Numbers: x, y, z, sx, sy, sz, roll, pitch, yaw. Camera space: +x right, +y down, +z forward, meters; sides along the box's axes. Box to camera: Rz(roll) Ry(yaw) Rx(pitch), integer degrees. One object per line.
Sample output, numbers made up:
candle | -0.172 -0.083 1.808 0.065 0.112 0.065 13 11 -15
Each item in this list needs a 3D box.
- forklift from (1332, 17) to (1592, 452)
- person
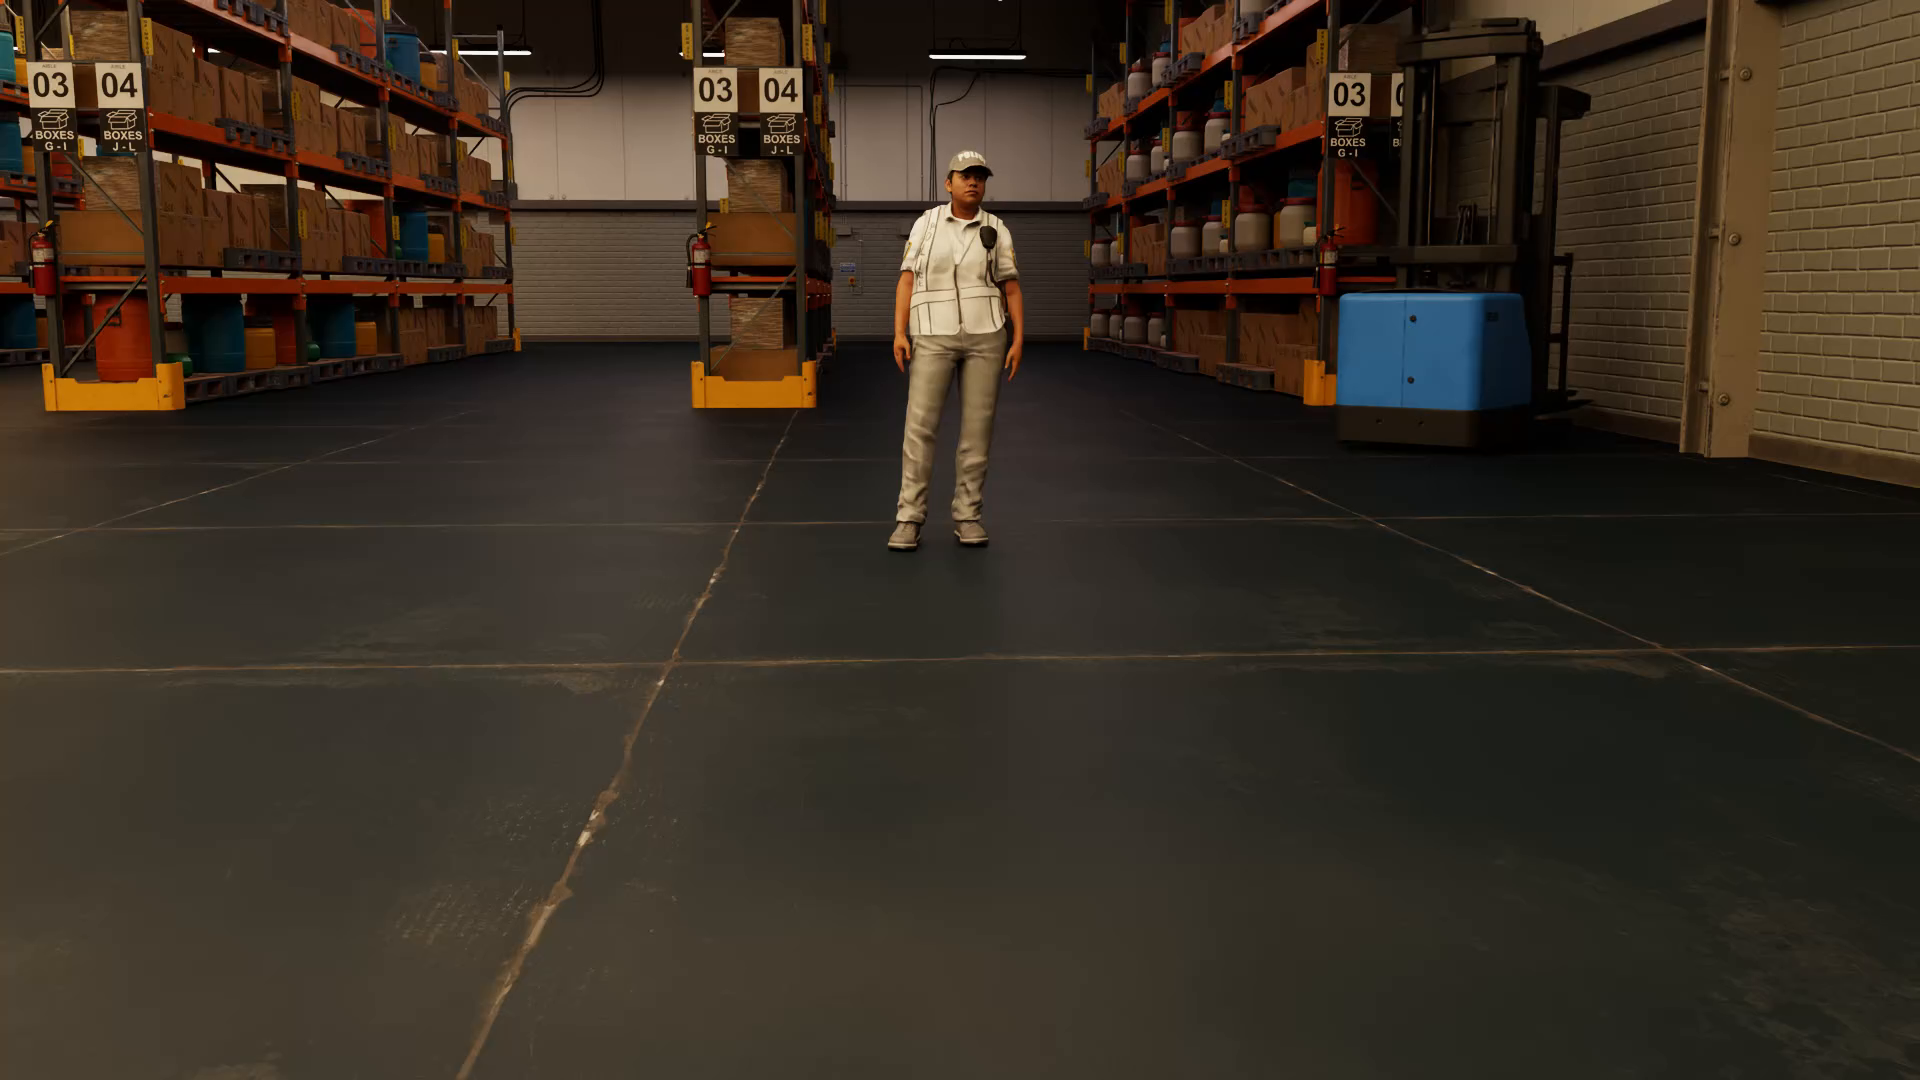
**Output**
forklift | 3.879 -2.204 12.173 1.130 2.935 3.031 6 11 37
person | -0.018 -0.820 7.110 0.598 1.670 0.529 -1 8 -4
